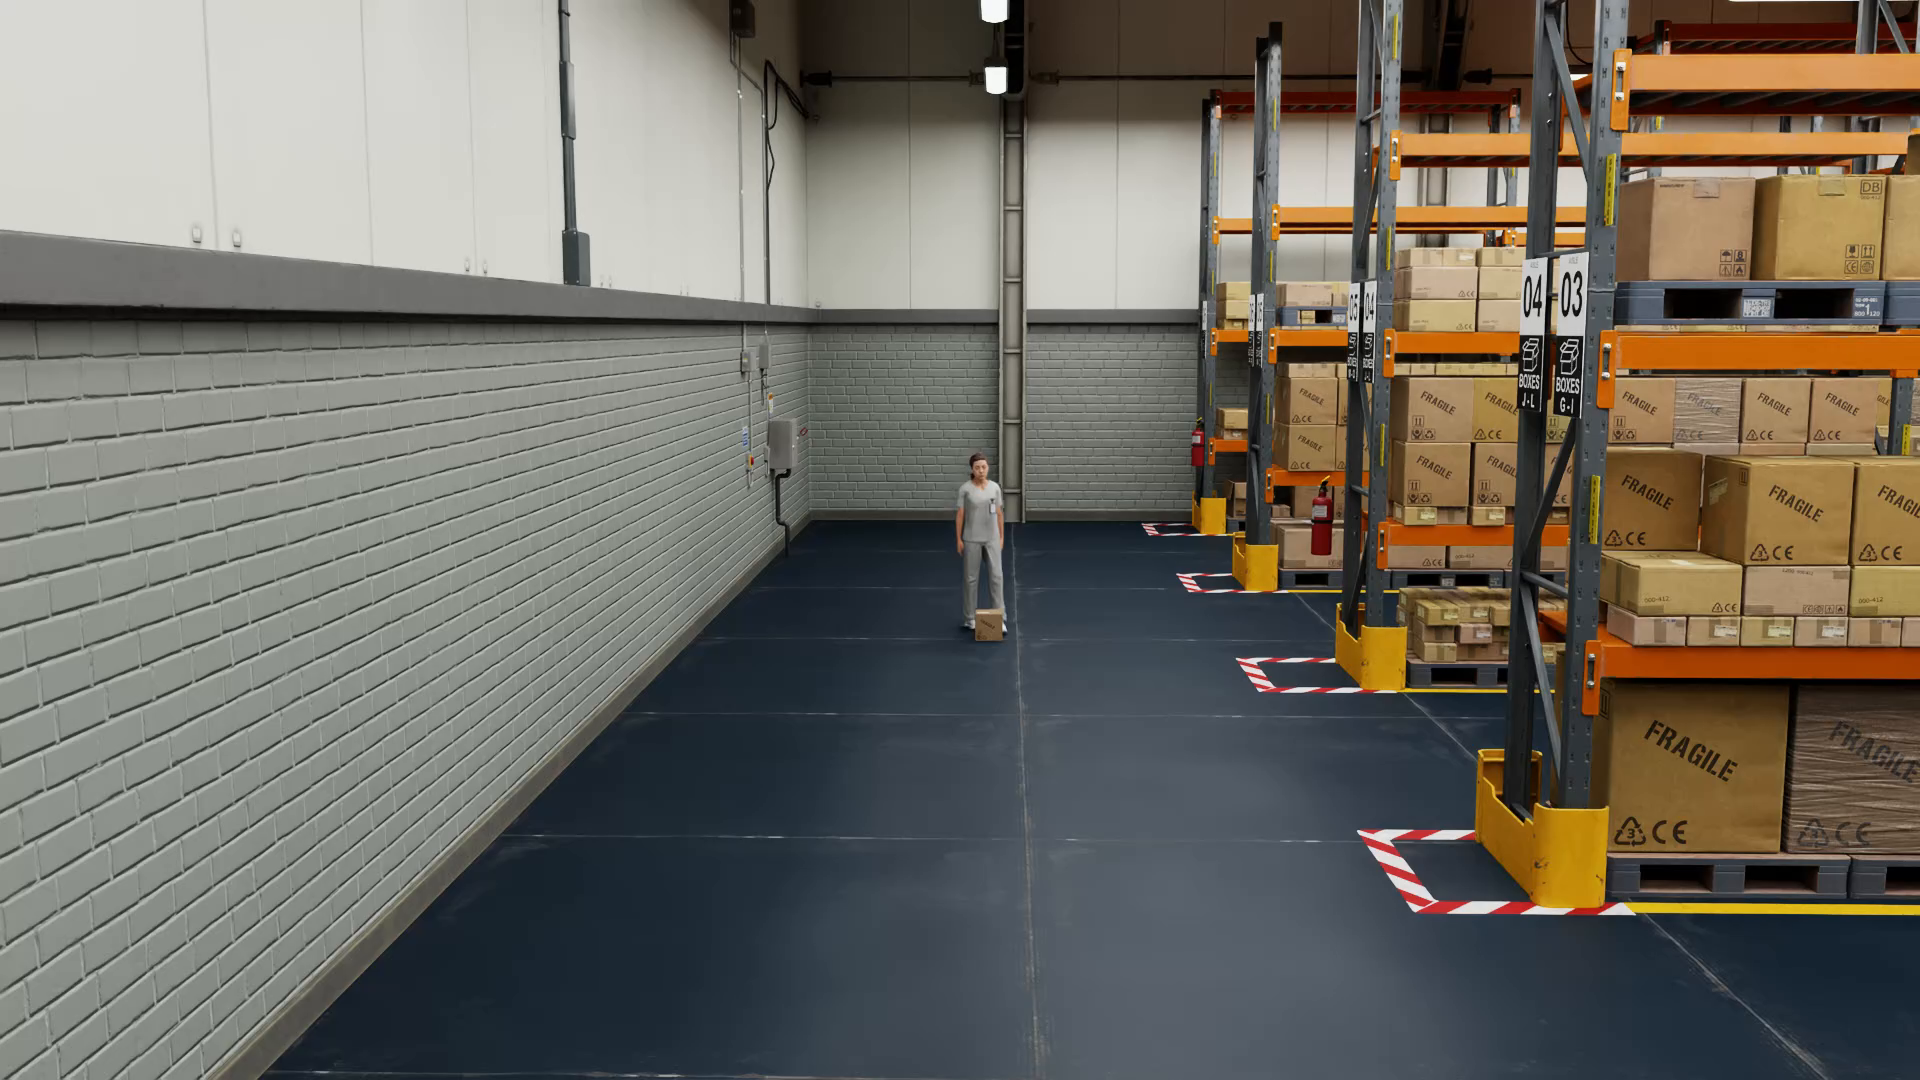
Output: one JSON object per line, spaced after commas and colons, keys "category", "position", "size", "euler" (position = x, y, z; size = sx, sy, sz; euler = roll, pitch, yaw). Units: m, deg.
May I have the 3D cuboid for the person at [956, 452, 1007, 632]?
{"category": "person", "position": [0.211, 0.020, 15.577], "size": [0.459, 1.669, 0.568], "euler": [-1, 7, -11]}
